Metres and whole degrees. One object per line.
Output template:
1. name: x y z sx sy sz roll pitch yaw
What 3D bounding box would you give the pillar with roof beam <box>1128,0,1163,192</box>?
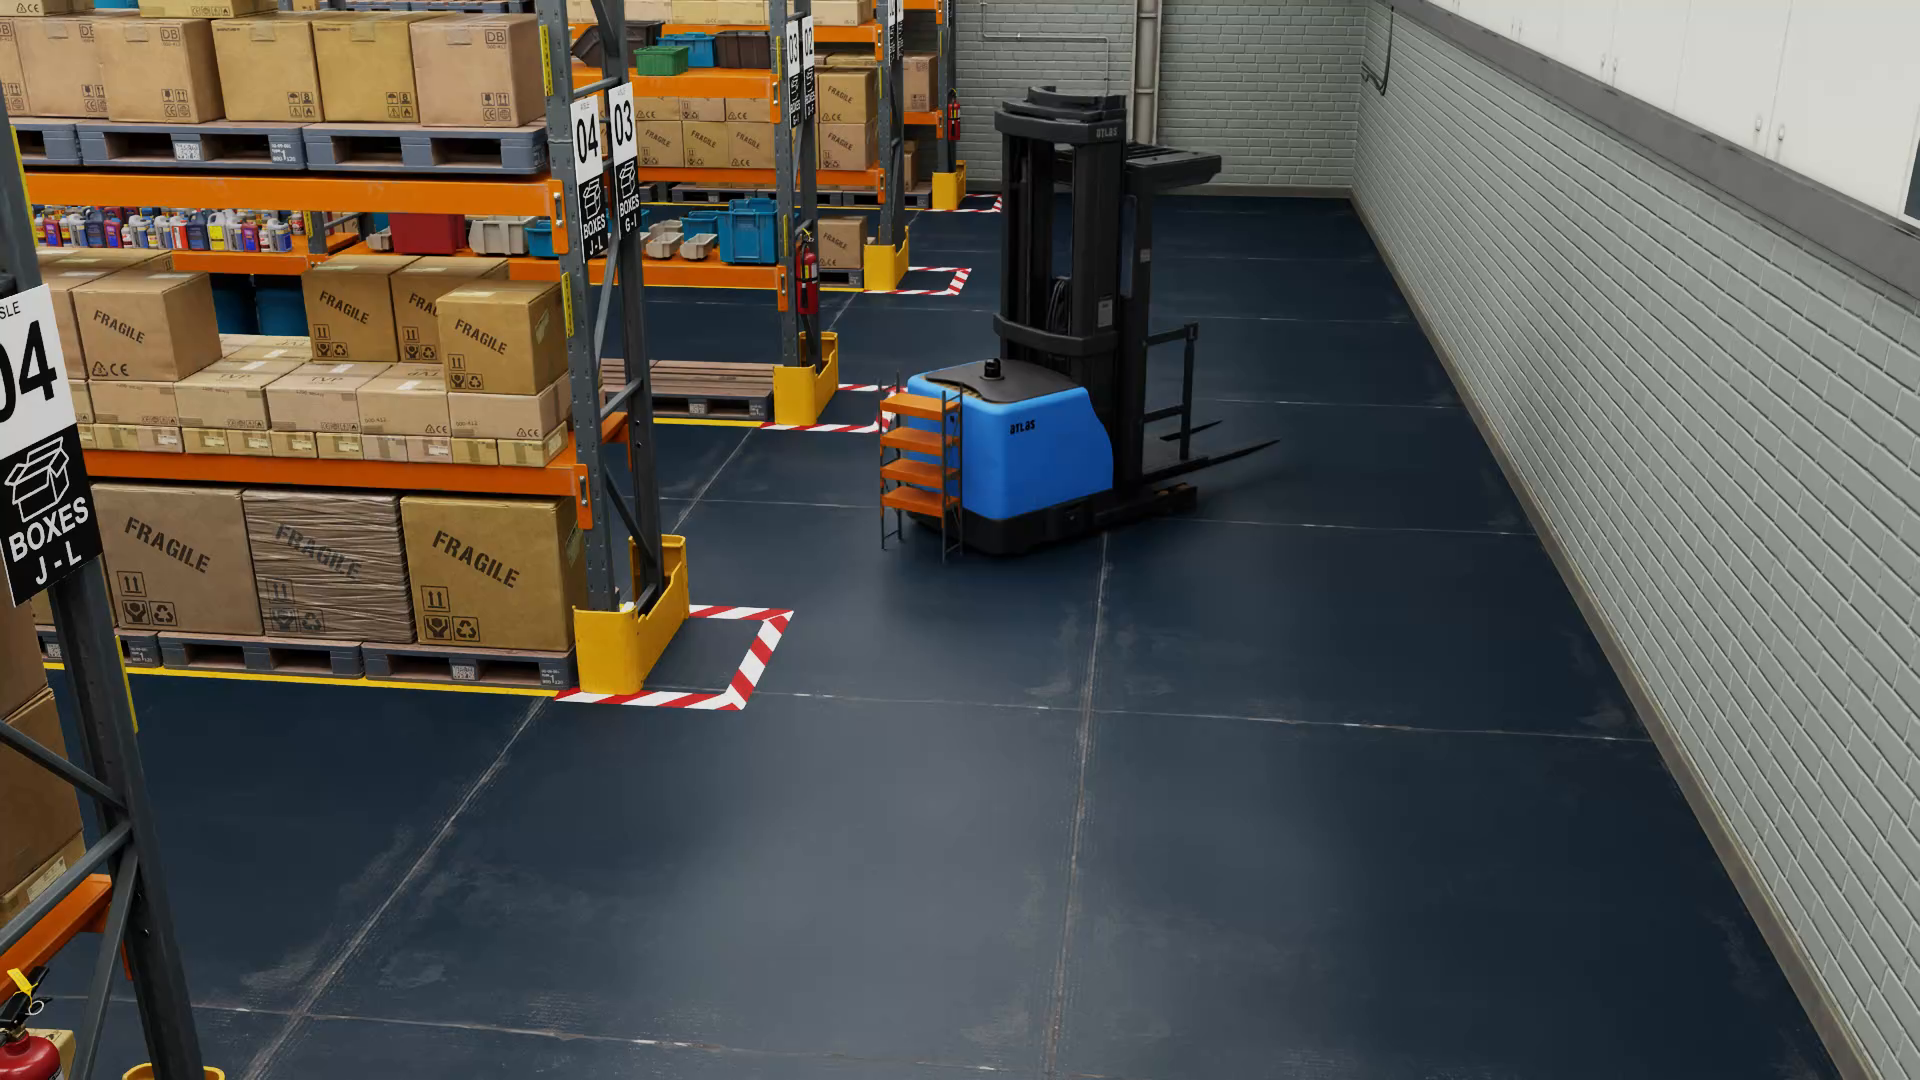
1. pillar with roof beam: 2.101 -7.592 18.404 0.400 9.000 9.100 2 22 6

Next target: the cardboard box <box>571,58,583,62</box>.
1. cardboard box: -5.144 -6.489 23.205 0.500 0.500 0.500 3 22 7

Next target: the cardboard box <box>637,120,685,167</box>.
1. cardboard box: -3.248 -4.421 18.406 0.500 0.500 0.500 2 22 6

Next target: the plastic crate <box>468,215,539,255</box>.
1. plastic crate: -3.819 -2.570 13.941 0.530 0.282 0.437 2 22 6

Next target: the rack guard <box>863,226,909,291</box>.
1. rack guard: -0.830 -3.207 18.872 0.348 0.500 1.175 2 22 6

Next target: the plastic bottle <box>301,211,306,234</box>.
1. plastic bottle: -5.760 -2.854 14.738 0.133 0.283 0.061 2 22 6

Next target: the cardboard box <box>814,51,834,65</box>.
1. cardboard box: -2.163 -6.397 23.132 0.700 0.700 0.980 1 22 4

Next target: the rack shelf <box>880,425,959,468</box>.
1. rack shelf: -0.258 -0.620 10.952 0.480 0.148 0.258 12 25 28

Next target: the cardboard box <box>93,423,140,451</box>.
1. cardboard box: -4.604 -0.627 9.288 0.250 0.149 0.380 2 22 6

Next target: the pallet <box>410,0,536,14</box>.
1. pallet: -5.366 -5.901 18.461 1.003 0.211 1.213 2 22 6

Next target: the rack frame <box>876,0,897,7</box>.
1. rack frame: -0.755 -7.156 17.301 0.127 3.000 1.000 2 22 6

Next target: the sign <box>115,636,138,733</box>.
1. sign: -2.545 0.456 5.028 0.005 0.325 0.100 2 22 6

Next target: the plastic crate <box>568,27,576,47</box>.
1. plastic crate: -3.506 -4.106 13.828 0.530 0.282 0.437 2 22 6

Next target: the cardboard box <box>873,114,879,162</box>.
1. cardboard box: -1.164 -4.528 18.678 0.500 0.500 0.500 3 22 7

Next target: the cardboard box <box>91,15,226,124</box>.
1. cardboard box: -4.076 -2.495 8.747 0.500 0.500 0.700 3 22 9

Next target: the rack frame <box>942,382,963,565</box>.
1. rack frame: -0.048 -0.429 10.894 0.015 1.200 0.240 12 25 28

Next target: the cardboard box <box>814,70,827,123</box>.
1. cardboard box: -1.731 -4.818 18.051 0.500 0.500 0.500 3 22 8

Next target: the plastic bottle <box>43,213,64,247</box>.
1. plastic bottle: -7.752 -2.646 14.212 0.133 0.283 0.061 2 22 6

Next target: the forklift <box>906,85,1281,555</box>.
1. forklift: 1.089 -1.685 11.715 3.031 2.935 1.130 -16 27 -36

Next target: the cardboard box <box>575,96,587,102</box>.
1. cardboard box: -4.292 -4.928 18.328 0.500 0.500 0.500 3 22 8

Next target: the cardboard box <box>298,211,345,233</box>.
1. cardboard box: -7.263 -3.586 19.233 0.500 0.500 0.500 2 22 6

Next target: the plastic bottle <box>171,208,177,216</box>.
1. plastic bottle: -6.990 -2.895 14.859 0.097 0.271 0.097 0 22 0

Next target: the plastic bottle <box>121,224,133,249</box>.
1. plastic bottle: -7.089 -2.586 14.172 0.097 0.201 0.097 0 22 0

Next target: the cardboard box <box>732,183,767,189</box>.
1. cardboard box: -2.919 -5.288 23.565 0.500 0.500 0.700 2 22 6

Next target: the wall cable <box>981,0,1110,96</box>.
1. wall cable: 1.207 -6.937 23.526 1.851 1.984 0.084 2 22 6

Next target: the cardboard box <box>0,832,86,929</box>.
1. cardboard box: -2.892 1.040 5.071 0.250 0.149 0.380 2 22 6

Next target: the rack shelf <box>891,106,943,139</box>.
1. rack shelf: -2.162 -5.927 23.330 4.000 0.370 1.077 2 22 6

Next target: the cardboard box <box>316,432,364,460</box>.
1. cardboard box: -3.331 -0.572 9.147 0.250 0.149 0.380 2 22 5

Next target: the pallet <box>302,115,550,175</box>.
1. pallet: -2.662 -2.132 8.792 1.213 0.211 1.003 2 22 6

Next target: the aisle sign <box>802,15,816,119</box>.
1. aisle sign: -1.235 -3.872 13.618 0.004 0.787 0.394 2 22 6

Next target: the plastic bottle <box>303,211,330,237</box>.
1. plastic bottle: -5.665 -2.843 14.619 0.185 0.351 0.144 2 22 6

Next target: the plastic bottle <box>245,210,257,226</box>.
1. plastic bottle: -6.300 -2.833 14.795 0.097 0.201 0.097 0 22 0

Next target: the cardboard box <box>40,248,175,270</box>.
1. cardboard box: -4.912 -1.394 9.667 0.500 0.500 0.500 3 22 7

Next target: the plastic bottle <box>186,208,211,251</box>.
1. plastic bottle: -6.449 -2.636 14.095 0.185 0.351 0.144 2 22 6

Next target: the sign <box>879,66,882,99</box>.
1. sign: -0.840 -4.850 17.623 0.005 0.325 0.100 2 22 6

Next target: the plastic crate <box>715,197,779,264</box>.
1. plastic crate: -1.696 -2.549 13.677 0.499 0.435 0.616 2 22 6

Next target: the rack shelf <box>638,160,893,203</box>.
1. rack shelf: -2.741 -4.118 18.755 4.000 0.370 1.077 2 22 6

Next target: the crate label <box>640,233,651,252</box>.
1. crate label: -2.738 -2.453 13.842 0.243 0.136 0.396 2 22 6

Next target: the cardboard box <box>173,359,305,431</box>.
1. cardboard box: -3.964 -0.807 9.201 0.500 0.250 0.500 3 22 6

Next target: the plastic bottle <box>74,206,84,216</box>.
1. plastic bottle: -7.912 -2.903 14.973 0.097 0.201 0.097 0 22 0

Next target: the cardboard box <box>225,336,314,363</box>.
1. cardboard box: -3.904 -1.001 9.692 0.500 0.250 0.500 2 22 5

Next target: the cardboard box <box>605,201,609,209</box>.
1. cardboard box: -4.128 -3.660 19.420 0.500 0.500 0.500 2 22 6

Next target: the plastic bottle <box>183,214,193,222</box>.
1. plastic bottle: -6.610 -2.654 14.248 0.097 0.271 0.097 0 22 0

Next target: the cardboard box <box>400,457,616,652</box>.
1. cardboard box: -2.569 0.045 9.565 0.875 0.875 0.875 2 22 6

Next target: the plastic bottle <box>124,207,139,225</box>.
1. plastic bottle: -7.390 -2.903 14.861 0.133 0.283 0.061 2 22 6

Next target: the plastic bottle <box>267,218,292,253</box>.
1. plastic bottle: -5.743 -2.572 14.035 0.135 0.276 0.152 2 22 6

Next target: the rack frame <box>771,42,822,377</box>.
1. rack frame: -1.341 -2.558 13.830 0.127 3.000 1.000 2 22 6

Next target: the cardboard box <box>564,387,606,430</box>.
1. cardboard box: -2.238 -0.769 9.646 0.250 0.149 0.380 3 22 7

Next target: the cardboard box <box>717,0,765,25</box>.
1. cardboard box: -2.289 -5.660 17.800 0.500 0.250 0.500 2 22 6

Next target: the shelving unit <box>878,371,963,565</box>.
1. shelving unit: -0.258 -0.475 11.009 0.503 1.200 0.258 12 25 28

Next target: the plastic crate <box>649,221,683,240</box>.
1. plastic crate: -2.530 -2.667 14.384 0.298 0.136 0.250 2 22 6
